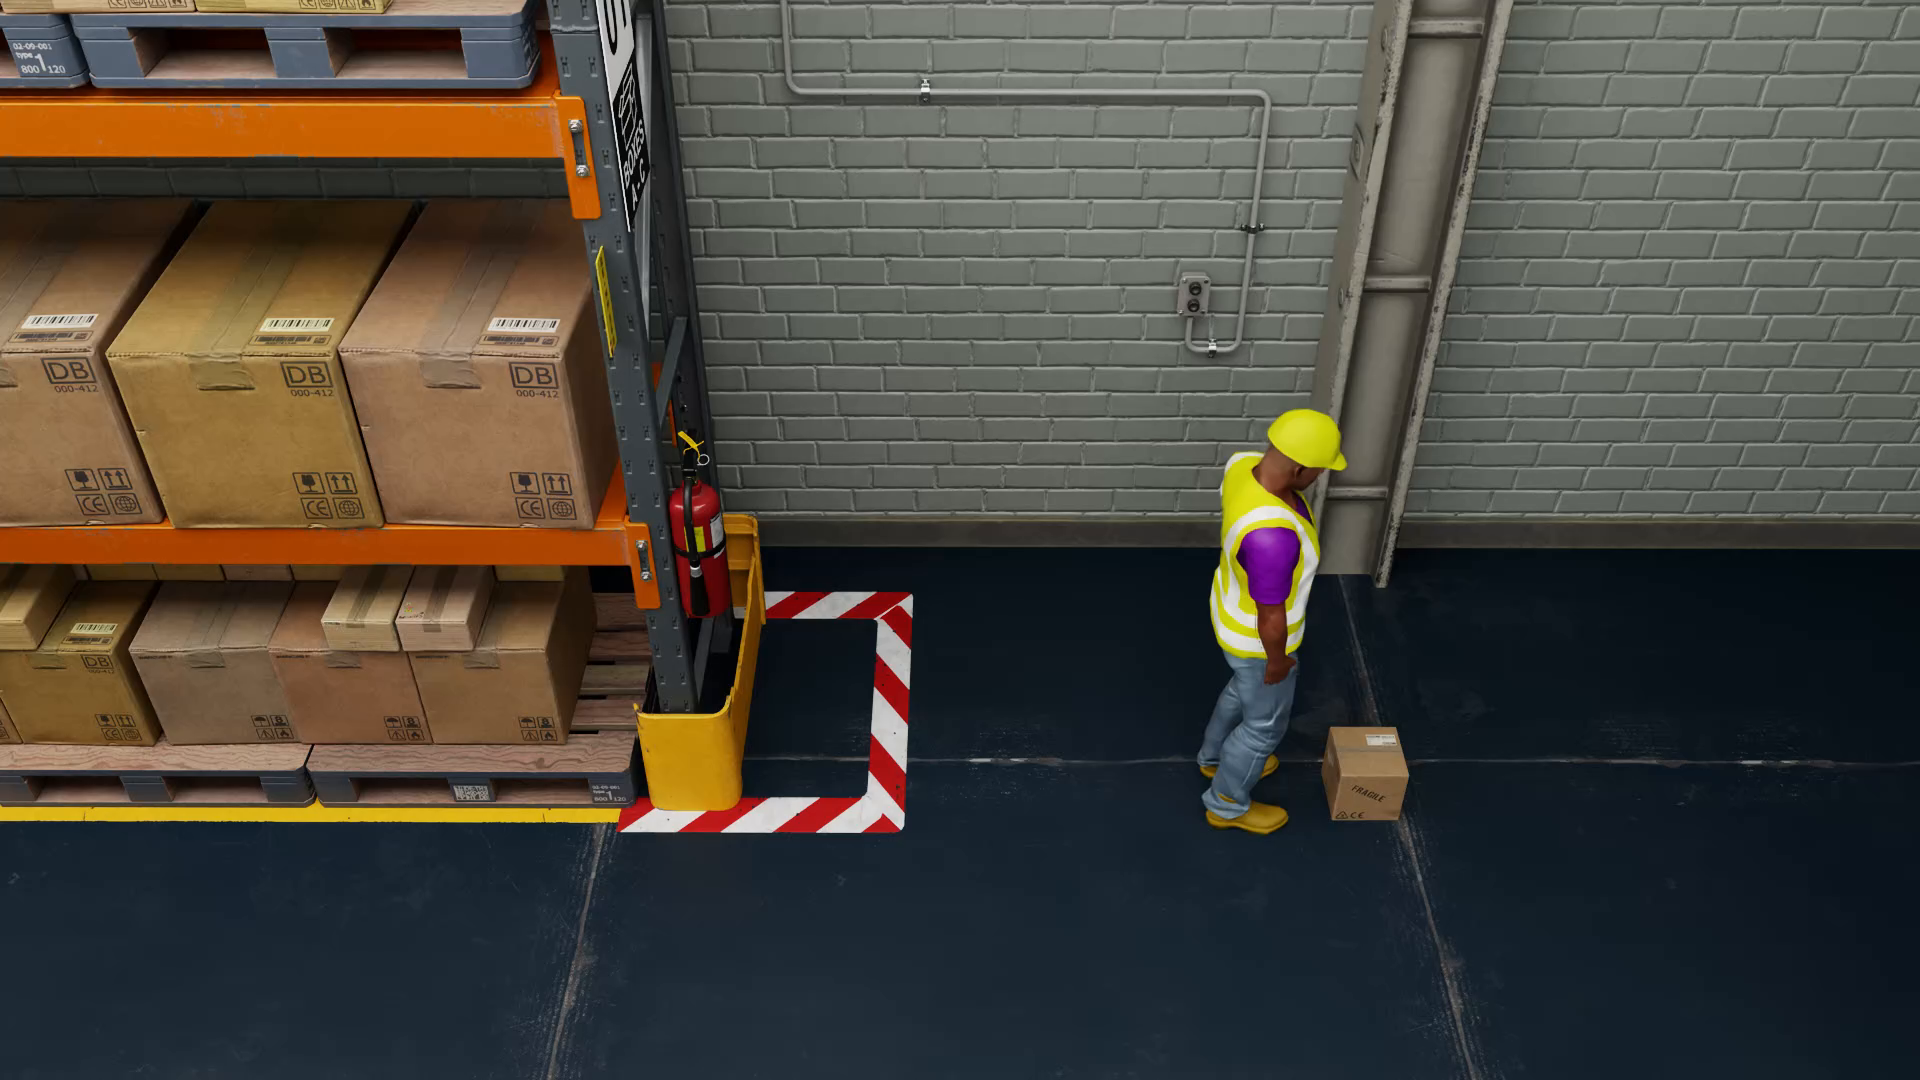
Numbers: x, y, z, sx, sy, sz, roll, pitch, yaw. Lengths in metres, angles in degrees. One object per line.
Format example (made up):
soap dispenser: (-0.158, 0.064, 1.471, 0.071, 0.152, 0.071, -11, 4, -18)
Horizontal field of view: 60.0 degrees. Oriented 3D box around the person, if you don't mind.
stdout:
person: (1.059, 0.276, 5.813, 0.384, 1.754, 0.573, 1, 39, 1)
